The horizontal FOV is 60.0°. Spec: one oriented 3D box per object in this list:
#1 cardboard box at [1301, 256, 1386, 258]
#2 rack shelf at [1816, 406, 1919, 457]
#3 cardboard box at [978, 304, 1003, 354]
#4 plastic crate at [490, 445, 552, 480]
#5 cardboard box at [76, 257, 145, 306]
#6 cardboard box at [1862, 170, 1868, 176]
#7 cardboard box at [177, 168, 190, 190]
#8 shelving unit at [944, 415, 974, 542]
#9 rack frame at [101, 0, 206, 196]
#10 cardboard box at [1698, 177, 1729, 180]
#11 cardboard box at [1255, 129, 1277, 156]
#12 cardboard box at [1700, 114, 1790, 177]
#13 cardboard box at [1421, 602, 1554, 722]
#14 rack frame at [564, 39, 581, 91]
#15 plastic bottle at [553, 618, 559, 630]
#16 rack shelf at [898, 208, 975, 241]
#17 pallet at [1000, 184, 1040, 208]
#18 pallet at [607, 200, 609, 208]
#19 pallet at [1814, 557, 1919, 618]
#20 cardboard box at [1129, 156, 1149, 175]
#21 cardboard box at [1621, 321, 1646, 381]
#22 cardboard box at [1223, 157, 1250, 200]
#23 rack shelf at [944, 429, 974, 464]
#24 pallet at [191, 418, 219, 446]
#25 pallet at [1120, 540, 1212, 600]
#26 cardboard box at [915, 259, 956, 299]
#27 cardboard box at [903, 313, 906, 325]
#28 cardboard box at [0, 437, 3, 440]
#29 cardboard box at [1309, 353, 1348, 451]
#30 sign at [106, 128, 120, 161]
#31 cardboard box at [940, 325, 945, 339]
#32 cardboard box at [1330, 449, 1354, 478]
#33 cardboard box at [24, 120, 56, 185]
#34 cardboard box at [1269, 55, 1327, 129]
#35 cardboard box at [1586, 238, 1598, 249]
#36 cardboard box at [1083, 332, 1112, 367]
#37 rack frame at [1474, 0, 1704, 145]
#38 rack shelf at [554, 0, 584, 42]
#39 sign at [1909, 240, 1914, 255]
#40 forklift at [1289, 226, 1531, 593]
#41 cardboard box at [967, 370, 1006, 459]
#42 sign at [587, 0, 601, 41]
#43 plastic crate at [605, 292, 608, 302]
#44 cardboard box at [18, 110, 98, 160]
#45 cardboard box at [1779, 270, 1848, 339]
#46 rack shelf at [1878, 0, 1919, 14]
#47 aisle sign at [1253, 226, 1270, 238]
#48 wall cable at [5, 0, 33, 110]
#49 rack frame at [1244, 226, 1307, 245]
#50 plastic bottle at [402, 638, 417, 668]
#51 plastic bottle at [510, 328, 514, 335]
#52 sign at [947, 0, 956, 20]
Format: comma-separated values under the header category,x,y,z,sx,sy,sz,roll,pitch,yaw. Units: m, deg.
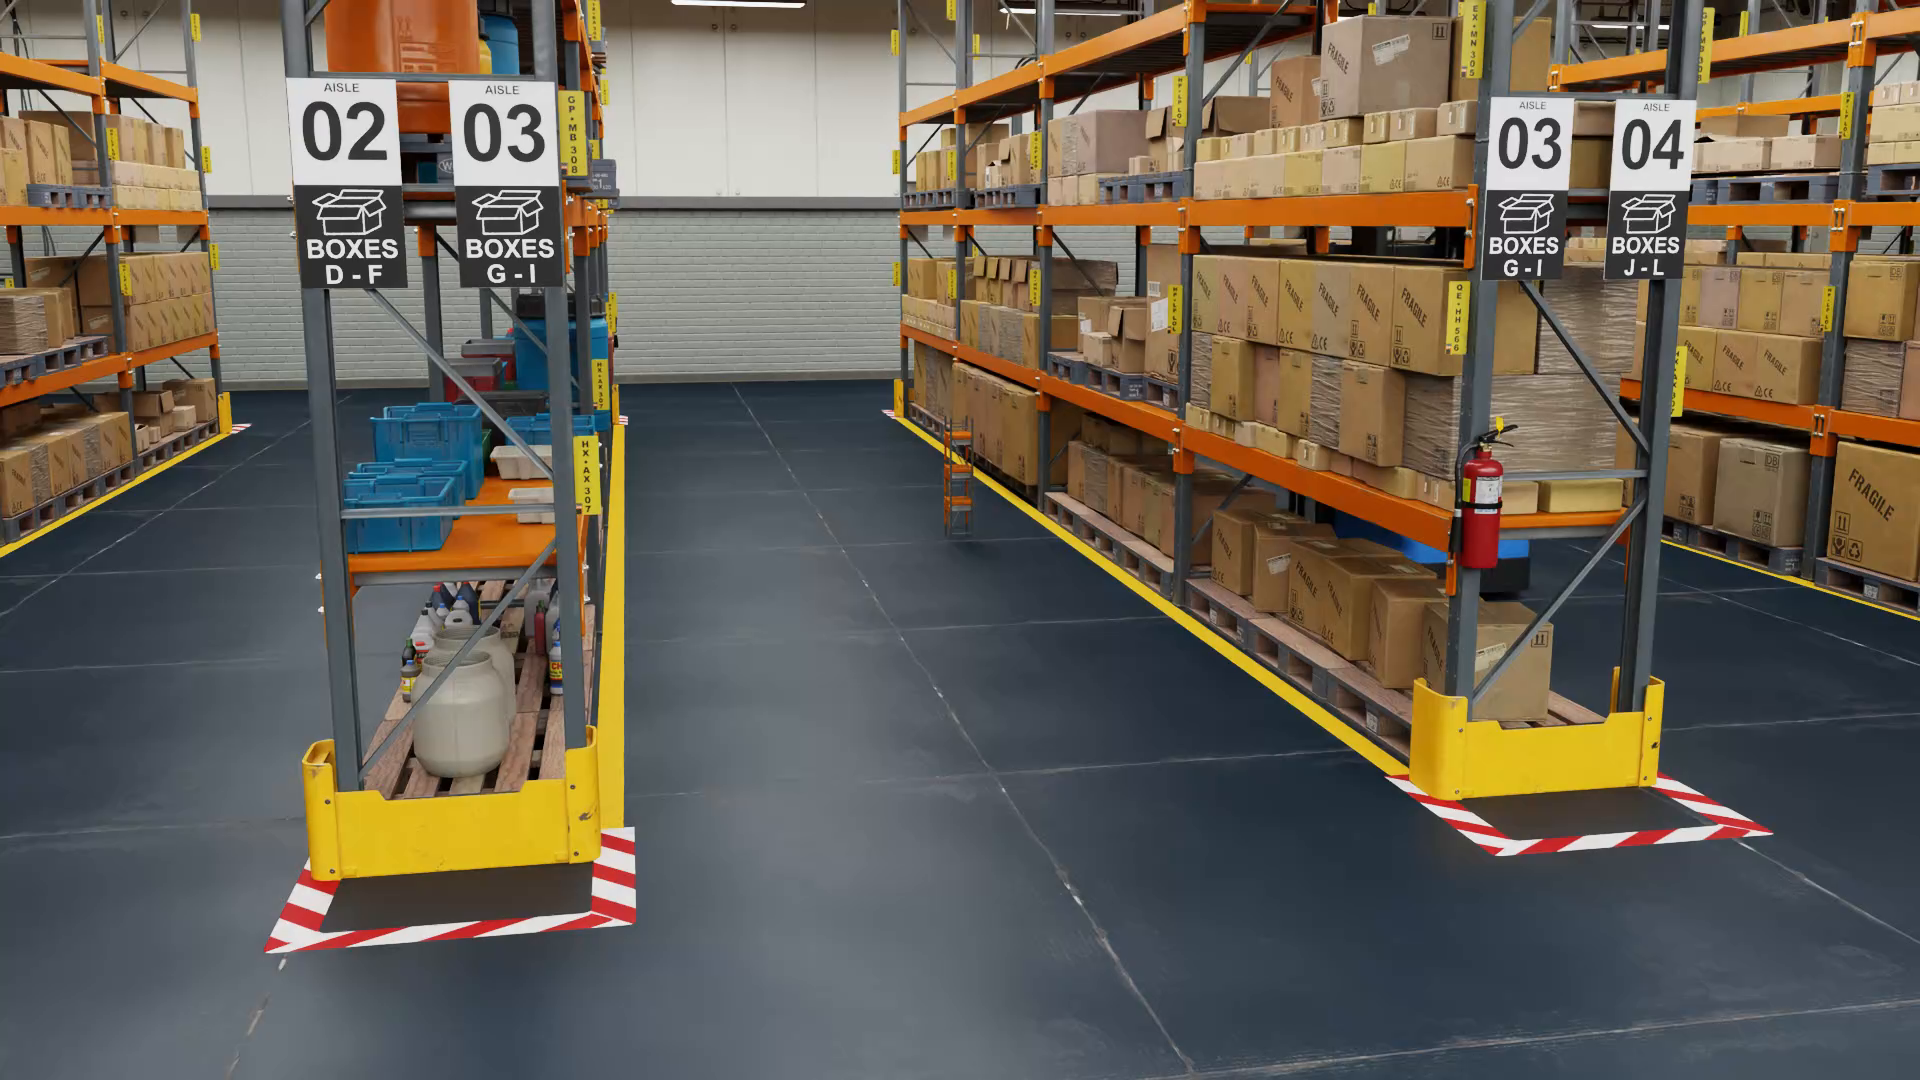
category,x,y,z,sx,sy,sz,roll,pitch,yaw
cardboard box,2.465,-1.546,10.562,0.500,0.500,0.500,-2,11,-11
rack shelf,7.283,-0.466,10.545,1.077,0.370,4.000,-2,11,-11
cardboard box,0.493,-2.263,17.797,0.500,0.500,0.500,-2,11,-12
plastic crate,-2.285,-0.426,9.117,0.530,0.136,0.437,-2,11,-11
cardboard box,-9.081,-2.769,17.780,0.500,0.500,0.500,-2,11,-10
cardboard box,10.324,-4.160,18.617,0.500,0.500,0.500,-2,11,-10
cardboard box,-9.595,-4.334,19.988,0.500,0.250,0.500,-2,11,-11
shelving unit,-0.010,-0.526,14.150,0.215,1.050,0.252,-2,11,-11
rack frame,-10.043,-5.813,20.668,1.000,3.000,0.127,-2,11,-11
cardboard box,9.735,-4.620,21.395,0.396,0.266,0.258,-2,11,-9
cardboard box,1.976,-2.357,9.869,0.380,0.149,0.250,-2,11,-12
cardboard box,6.728,-3.389,14.300,0.500,0.500,0.500,-2,11,-11
cardboard box,2.682,0.616,8.500,0.500,0.500,0.500,0,11,0
rack frame,-2.850,-3.791,10.048,1.000,3.000,0.127,-2,11,-11
plastic bottle,-2.244,0.552,9.397,0.097,0.271,0.097,0,11,0
rack shelf,0.064,-3.978,20.978,1.077,0.370,4.000,-2,11,-11
pallet,1.053,-3.255,15.757,1.213,0.211,1.003,-2,11,-8
pallet,-3.680,-3.102,14.956,1.003,0.211,1.213,-2,11,-11
pallet,6.965,0.326,11.918,1.003,0.211,1.213,-2,11,-11
cardboard box,1.546,-2.929,13.045,0.380,0.166,0.250,-2,11,-13
cardboard box,6.137,-1.691,14.791,0.500,0.500,0.500,-2,11,-11
cardboard box,1.953,-2.235,10.297,0.500,0.250,0.500,-2,11,-12
rack shelf,-0.010,-0.794,14.099,0.215,0.259,0.240,-2,11,-11
pallet,-9.872,-1.335,20.649,1.003,0.211,1.213,-2,11,-11
pallet,1.856,0.203,12.566,1.003,0.211,1.213,-2,11,-11
cardboard box,-0.293,-3.382,21.540,0.500,0.500,0.500,-2,11,-13
cardboard box,-0.580,-3.025,22.737,0.380,0.149,0.250,-2,11,-10
cardboard box,-9.000,-0.644,15.068,0.500,0.500,0.500,-3,11,-13
cardboard box,2.437,-0.768,9.148,0.875,0.500,0.500,-2,11,-11
sign,-8.721,-4.074,17.119,0.100,0.325,0.005,-2,11,-11
cardboard box,-0.028,-2.506,20.014,0.380,0.149,0.250,-2,11,-12
cardboard box,2.270,-0.441,9.161,0.380,0.149,0.250,-2,11,-11
cardboard box,-9.087,-3.693,15.897,0.600,0.600,0.600,-2,11,-12
cardboard box,2.346,-2.865,10.806,0.500,0.500,0.500,-2,11,-13
cardboard box,9.252,-4.272,23.942,0.380,0.149,0.250,-2,11,-9
cardboard box,1.331,-1.575,13.725,0.500,0.250,0.500,-2,11,-13
rack frame,2.787,-3.238,7.140,1.000,3.000,0.127,-2,11,-11
rack shelf,-2.461,-2.874,8.225,1.077,0.370,4.000,-2,11,-11
sign,14.812,-4.507,25.913,0.100,0.325,0.005,-2,11,-11
forklift,3.201,-1.257,12.962,1.130,2.935,3.031,-3,11,-16
cardboard box,0.771,-1.373,17.950,1.225,0.875,0.875,-3,11,-13
sign,-3.089,-4.388,14.044,0.100,0.325,0.005,-2,11,-11
plastic crate,-4.935,-3.037,21.876,0.616,0.435,0.499,-2,11,-11
cardboard box,-9.397,-4.233,17.453,0.700,0.500,0.500,-2,11,-11
cardboard box,6.791,-1.817,12.780,0.700,0.500,0.500,-2,11,-12
rack shelf,14.653,-7.626,23.232,1.077,0.370,4.000,-2,11,-11
aisle sign,4.251,-4.666,23.739,0.394,0.787,0.004,-2,11,-11
wall cable,-12.997,-7.736,25.572,3.097,2.526,0.112,-2,11,-11
rack frame,4.560,-3.387,23.969,1.000,3.000,0.127,-2,11,-11
plastic bottle,-2.900,0.666,8.762,0.061,0.283,0.133,-2,11,-10
plastic bottle,-4.399,-1.911,16.345,0.144,0.351,0.185,-2,11,-11
sign,-0.096,-5.959,18.518,0.100,0.325,0.005,-2,11,-11
